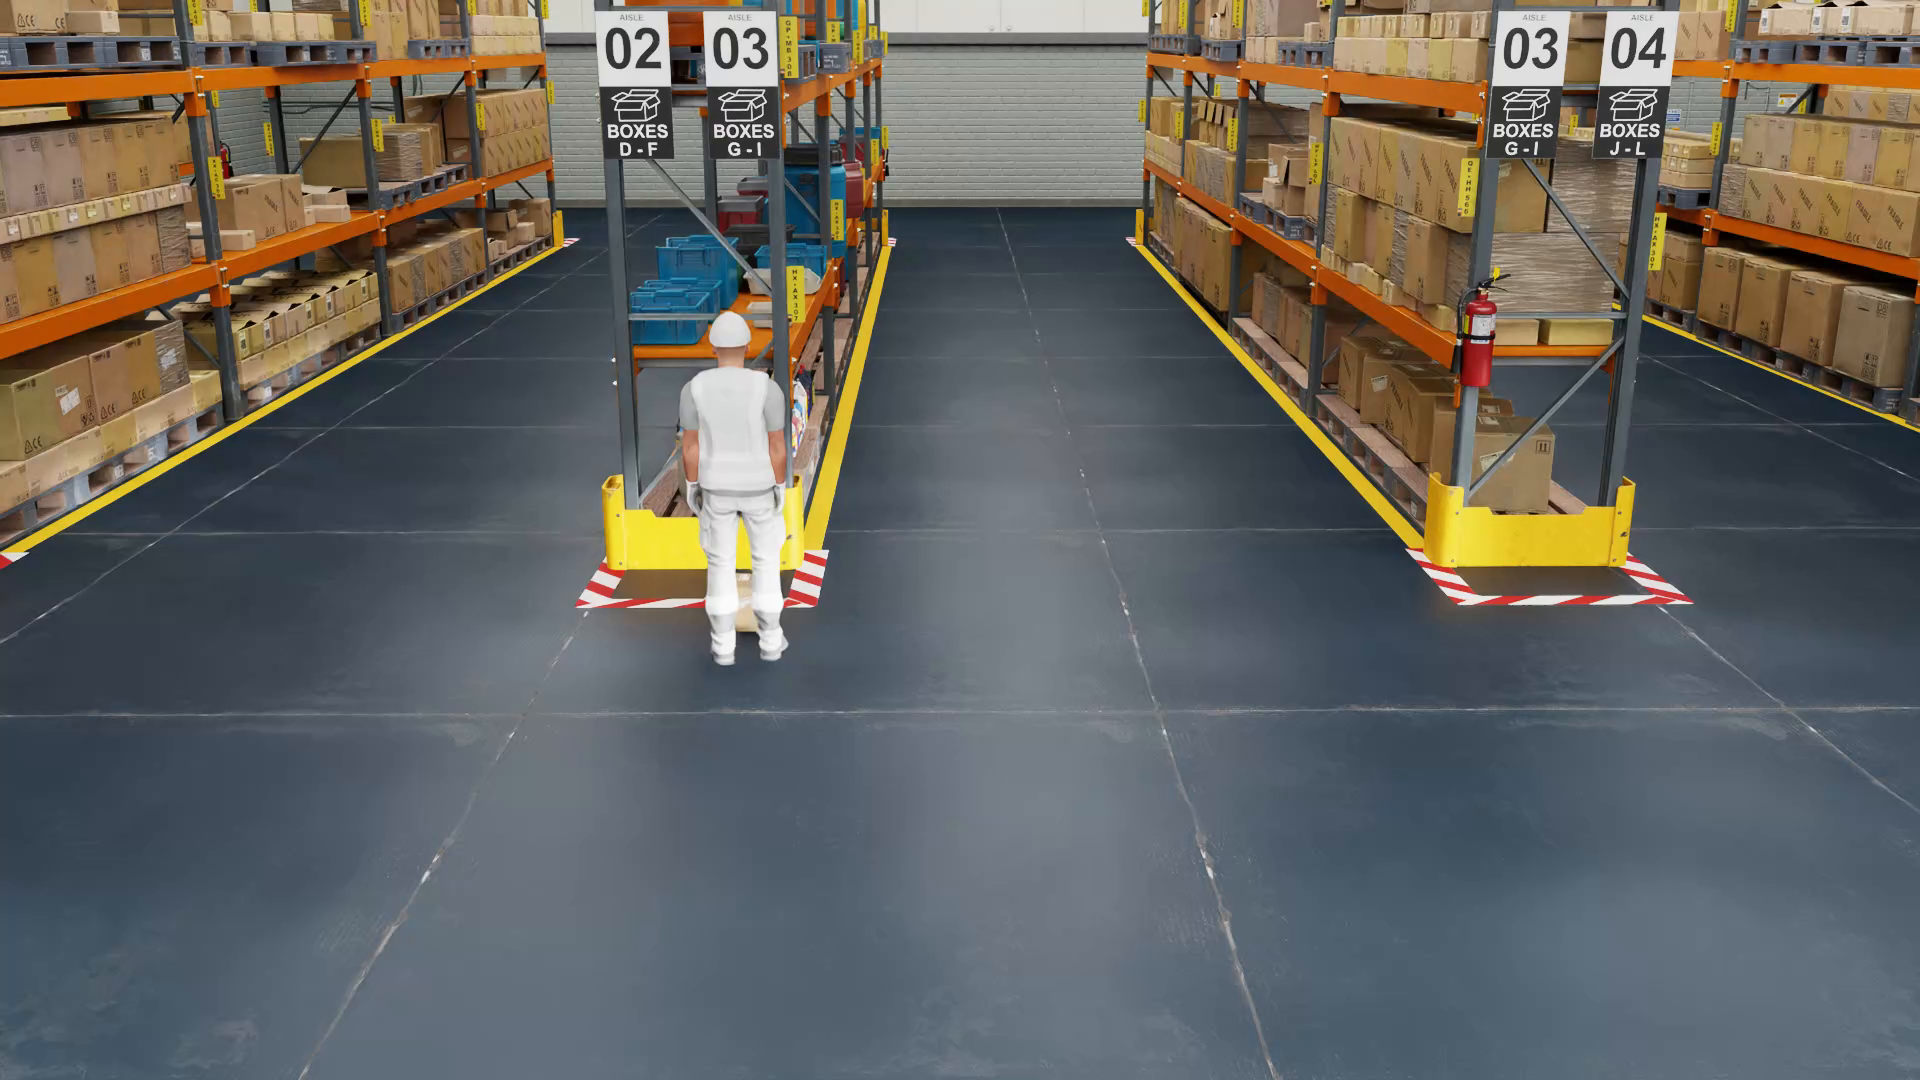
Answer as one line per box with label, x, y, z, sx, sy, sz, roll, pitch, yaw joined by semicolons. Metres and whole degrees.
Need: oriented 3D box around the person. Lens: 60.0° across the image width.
person;-1.120;-0.262;8.362;0.524;1.788;0.371;0;17;1
